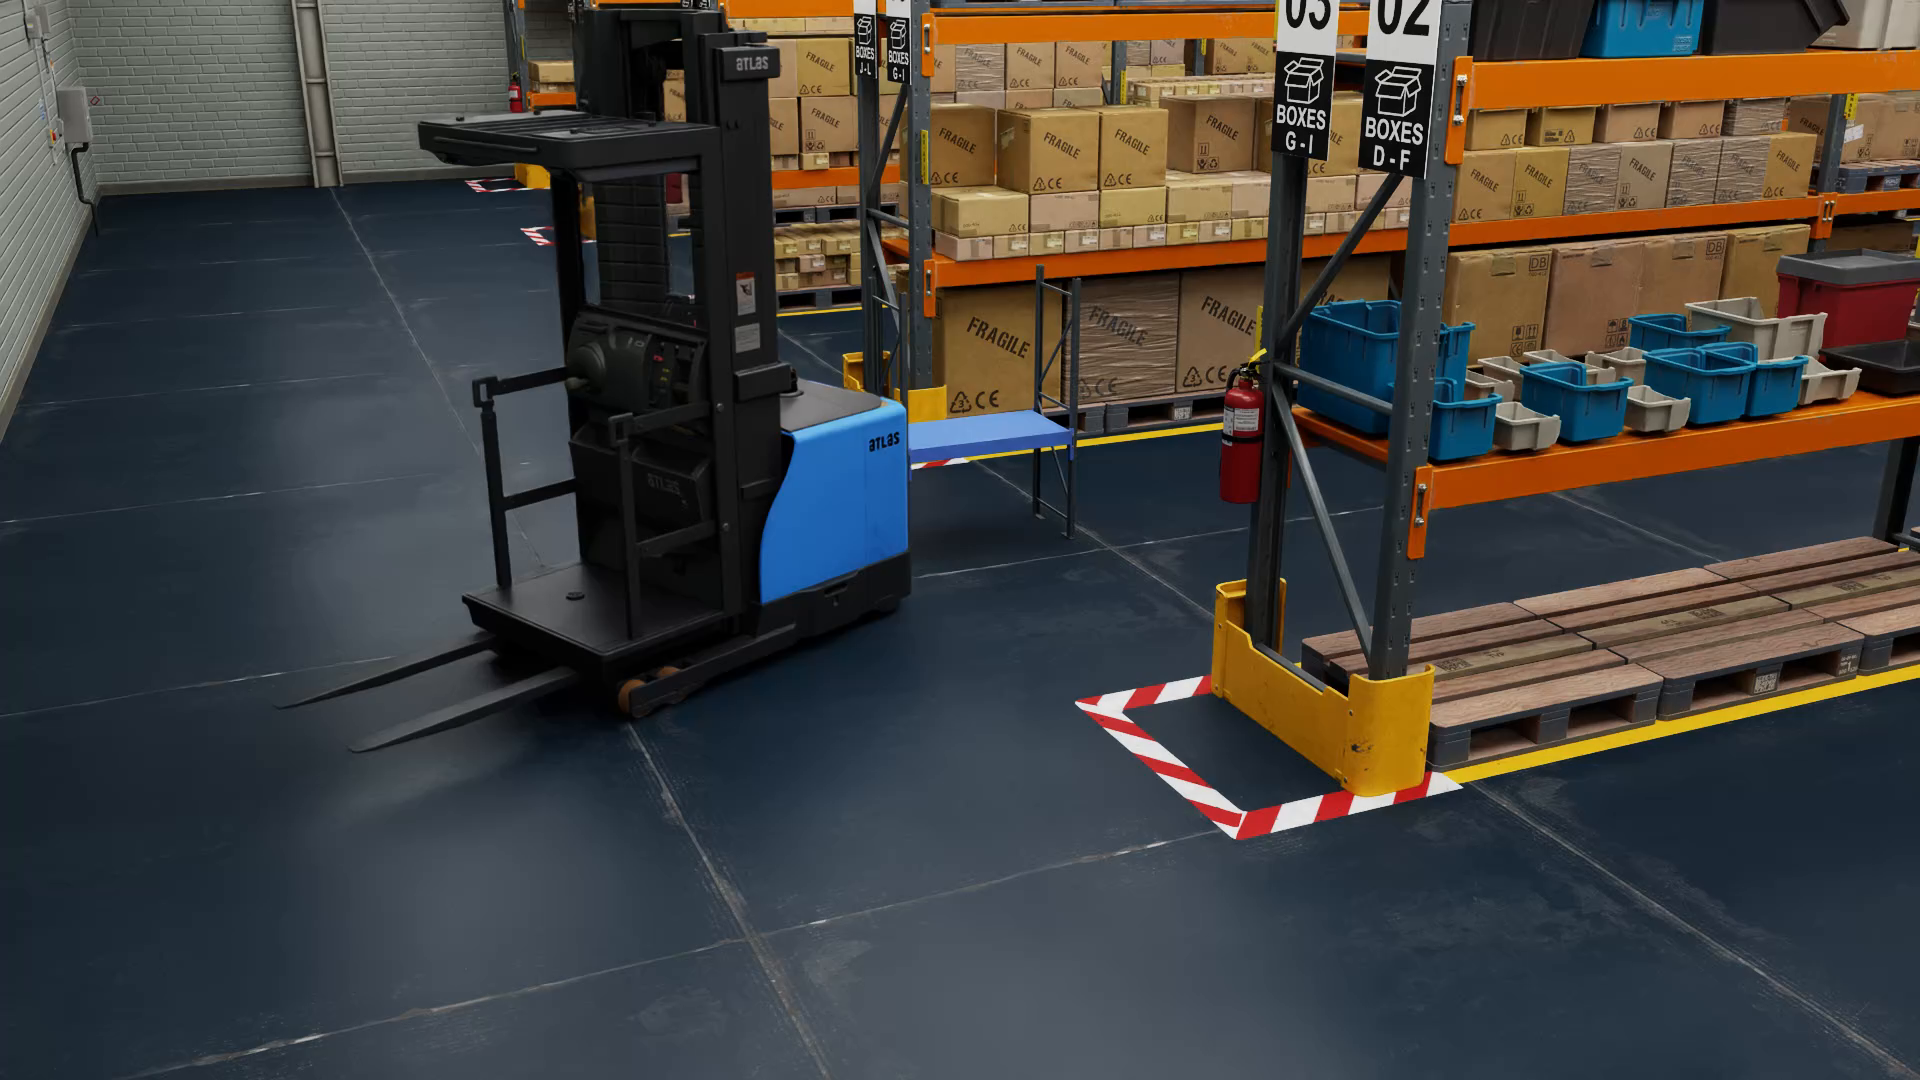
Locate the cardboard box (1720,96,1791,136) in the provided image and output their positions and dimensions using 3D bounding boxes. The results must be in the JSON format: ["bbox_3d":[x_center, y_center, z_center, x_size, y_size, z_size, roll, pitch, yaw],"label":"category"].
[{"bbox_3d":[6.234,-3.584,13.523,0.637,0.503,0.797,-7,21,-20],"label":"cardboard box"}]

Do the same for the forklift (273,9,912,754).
[{"bbox_3d":[-1.604,-0.791,7.354,1.130,2.935,3.031,16,25,39],"label":"forklift"}]

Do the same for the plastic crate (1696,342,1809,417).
[{"bbox_3d":[3.370,-0.686,7.116,0.300,0.233,0.416,-8,21,-22],"label":"plastic crate"}]

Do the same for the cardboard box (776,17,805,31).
[{"bbox_3d":[-2.042,-6.189,19.950,0.250,0.149,0.380,-9,21,-23],"label":"cardboard box"}]

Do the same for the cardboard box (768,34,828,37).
[{"bbox_3d":[-1.519,-4.490,15.654,0.500,0.500,0.500,-9,21,-24],"label":"cardboard box"}]

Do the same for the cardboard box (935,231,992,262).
[{"bbox_3d":[0.023,-1.930,10.865,0.250,0.149,0.380,-8,21,-21],"label":"cardboard box"}]

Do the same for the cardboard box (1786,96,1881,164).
[{"bbox_3d":[7.392,-3.483,14.115,0.500,0.500,0.500,-11,22,-29],"label":"cardboard box"}]

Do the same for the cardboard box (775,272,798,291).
[{"bbox_3d":[-1.698,-2.453,15.632,0.250,0.149,0.380,-8,21,-21],"label":"cardboard box"}]

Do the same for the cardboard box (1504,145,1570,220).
[{"bbox_3d":[4.222,-2.726,12.598,0.500,0.500,0.500,-8,21,-22],"label":"cardboard box"}]

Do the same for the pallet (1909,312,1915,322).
[{"bbox_3d":[7.630,-1.942,14.719,1.213,0.211,1.003,-8,21,-22],"label":"pallet"}]

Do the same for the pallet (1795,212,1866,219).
[{"bbox_3d":[10.564,-4.129,20.932,1.213,0.211,1.003,-8,21,-22],"label":"pallet"}]

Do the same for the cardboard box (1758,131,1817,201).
[{"bbox_3d":[6.557,-3.061,13.550,0.500,0.500,0.500,-7,21,-20],"label":"cardboard box"}]

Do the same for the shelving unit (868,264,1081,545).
[{"bbox_3d":[0.078,-0.719,9.305,1.048,1.500,0.538,-8,21,-22],"label":"shelving unit"}]

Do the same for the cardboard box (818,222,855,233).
[{"bbox_3d":[-1.216,-3.012,16.325,0.250,0.149,0.380,-9,21,-24],"label":"cardboard box"}]

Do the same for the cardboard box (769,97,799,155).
[{"bbox_3d":[-1.784,-3.790,15.172,0.500,0.500,0.500,-7,21,-19],"label":"cardboard box"}]

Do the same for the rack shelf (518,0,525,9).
[{"bbox_3d":[-4.492,-7.976,24.225,4.000,0.370,1.077,-8,21,-22],"label":"rack shelf"}]

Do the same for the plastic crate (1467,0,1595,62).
[{"bbox_3d":[1.992,-1.911,6.113,0.590,0.269,0.497,-8,21,-22],"label":"plastic crate"}]

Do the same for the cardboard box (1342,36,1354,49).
[{"bbox_3d":[5.395,-6.826,23.162,0.500,0.500,0.500,-7,21,-20],"label":"cardboard box"}]

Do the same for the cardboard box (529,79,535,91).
[{"bbox_3d":[-6.131,-6.645,24.255,0.250,0.149,0.380,-8,21,-23],"label":"cardboard box"}]

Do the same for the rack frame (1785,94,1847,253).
[{"bbox_3d":[6.912,-3.155,13.965,0.127,3.000,1.000,-8,21,-22],"label":"rack frame"}]

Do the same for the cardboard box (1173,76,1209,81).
[{"bbox_3d":[2.384,-4.731,17.291,0.250,0.149,0.380,-8,21,-22],"label":"cardboard box"}]

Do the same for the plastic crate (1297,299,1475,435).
[{"bbox_3d":[1.761,-0.738,6.958,0.499,0.435,0.616,-8,21,-22],"label":"plastic crate"}]

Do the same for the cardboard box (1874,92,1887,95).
[{"bbox_3d":[11.003,-5.627,20.760,0.550,0.550,0.875,-8,21,-22],"label":"cardboard box"}]

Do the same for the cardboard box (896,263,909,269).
[{"bbox_3d":[-0.527,-2.616,16.096,0.250,0.149,0.380,-9,21,-25],"label":"cardboard box"}]

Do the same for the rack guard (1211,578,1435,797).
[{"bbox_3d":[1.511,0.594,7.082,0.348,0.500,1.175,-8,21,-22],"label":"rack guard"}]

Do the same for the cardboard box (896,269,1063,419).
[{"bbox_3d":[0.122,-1.407,11.568,0.875,0.875,0.875,-8,21,-22],"label":"cardboard box"}]

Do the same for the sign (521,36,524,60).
[{"bbox_3d":[-6.114,-6.880,23.243,0.005,0.325,0.100,-8,21,-22],"label":"sign"}]

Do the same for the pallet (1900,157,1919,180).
[{"bbox_3d":[8.713,-3.337,14.772,1.213,0.211,1.003,-8,21,-22],"label":"pallet"}]

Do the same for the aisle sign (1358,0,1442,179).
[{"bbox_3d":[1.580,-1.718,5.971,0.004,0.787,0.394,-8,21,-22],"label":"aisle sign"}]

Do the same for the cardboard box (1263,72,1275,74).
[{"bbox_3d":[4.162,-6.321,22.704,0.250,0.149,0.380,-8,21,-22],"label":"cardboard box"}]

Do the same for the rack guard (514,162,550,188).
[{"bbox_3d":[-6.259,-5.469,24.300,0.348,0.500,1.175,-8,21,-22],"label":"rack guard"}]

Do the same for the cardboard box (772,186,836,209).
[{"bbox_3d":[-2.127,-4.472,20.933,0.875,0.438,0.875,-9,21,-24],"label":"cardboard box"}]

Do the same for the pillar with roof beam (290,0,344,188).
[{"bbox_3d":[-7.456,-8.075,18.905,0.400,9.000,9.100,-8,21,-22],"label":"pillar with roof beam"}]

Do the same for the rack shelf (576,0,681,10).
[{"bbox_3d":[-2.523,-6.463,19.928,4.000,0.370,1.077,-8,21,-22],"label":"rack shelf"}]

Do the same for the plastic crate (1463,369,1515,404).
[{"bbox_3d":[2.205,-0.658,7.182,0.243,0.136,0.396,-8,21,-22],"label":"plastic crate"}]

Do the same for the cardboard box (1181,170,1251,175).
[{"bbox_3d":[1.772,-2.582,12.118,0.500,0.250,0.500,-8,21,-21],"label":"cardboard box"}]

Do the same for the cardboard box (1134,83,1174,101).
[{"bbox_3d":[1.911,-4.426,16.426,0.250,0.149,0.380,-7,21,-19],"label":"cardboard box"}]

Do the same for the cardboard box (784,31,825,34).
[{"bbox_3d":[-1.943,-5.889,20.075,0.500,0.500,0.500,-8,21,-21],"label":"cardboard box"}]

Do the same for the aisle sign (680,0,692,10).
[{"bbox_3d":[-2.492,-4.936,15.111,0.004,0.787,0.394,-8,21,-22],"label":"aisle sign"}]

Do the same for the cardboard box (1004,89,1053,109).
[{"bbox_3d":[0.558,-4.124,16.120,0.500,0.500,0.500,-9,21,-23],"label":"cardboard box"}]

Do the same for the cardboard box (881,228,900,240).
[{"bbox_3d":[-0.749,-2.886,15.966,0.250,0.149,0.380,-7,21,-20],"label":"cardboard box"}]

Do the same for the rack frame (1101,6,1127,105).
[{"bbox_3d":[1.367,-4.154,16.804,0.127,3.000,1.000,-8,21,-22],"label":"rack frame"}]

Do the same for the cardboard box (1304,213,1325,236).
[{"bbox_3d":[2.381,-2.269,11.827,0.250,0.149,0.380,-8,21,-21],"label":"cardboard box"}]

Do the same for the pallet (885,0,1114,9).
[{"bbox_3d":[0.243,-3.576,10.779,1.213,0.211,1.003,-8,21,-22],"label":"pallet"}]

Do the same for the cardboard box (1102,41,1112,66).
[{"bbox_3d":[1.689,-6.414,21.567,0.500,0.500,0.500,-8,21,-22],"label":"cardboard box"}]

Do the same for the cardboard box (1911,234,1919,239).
[{"bbox_3d":[9.053,-2.504,15.220,0.500,0.500,0.700,-10,22,-27],"label":"cardboard box"}]

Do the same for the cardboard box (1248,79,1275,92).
[{"bbox_3d":[3.098,-4.597,16.910,0.250,0.149,0.380,-7,21,-20],"label":"cardboard box"}]

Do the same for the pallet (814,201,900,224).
[{"bbox_3d":[-1.416,-4.259,21.301,1.213,0.211,1.003,-8,21,-22],"label":"pallet"}]

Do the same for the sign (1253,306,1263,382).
[{"bbox_3d":[1.295,-0.835,7.130,0.005,0.325,0.100,-8,21,-22],"label":"sign"}]

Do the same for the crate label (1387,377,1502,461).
[{"bbox_3d":[1.885,-0.473,6.512,0.303,0.233,0.416,-8,21,-22],"label":"crate label"}]

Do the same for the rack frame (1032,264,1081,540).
[{"bbox_3d":[0.545,-0.786,9.495,0.032,1.500,0.500,-8,21,-22],"label":"rack frame"}]

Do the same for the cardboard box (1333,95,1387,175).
[{"bbox_3d":[2.923,-2.910,11.918,0.500,0.500,0.500,-8,21,-20],"label":"cardboard box"}]

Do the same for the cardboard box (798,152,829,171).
[{"bbox_3d":[-1.393,-3.517,15.374,0.250,0.149,0.380,-9,21,-23],"label":"cardboard box"}]

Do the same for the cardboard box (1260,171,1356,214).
[{"bbox_3d":[2.463,-2.491,11.859,0.500,0.250,0.500,-7,21,-20],"label":"cardboard box"}]

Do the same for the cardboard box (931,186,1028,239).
[{"bbox_3d":[0.114,-2.153,10.897,0.500,0.250,0.500,-9,21,-23],"label":"cardboard box"}]

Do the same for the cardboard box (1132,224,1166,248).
[{"bbox_3d":[1.202,-2.100,11.347,0.250,0.149,0.380,-8,21,-23],"label":"cardboard box"}]

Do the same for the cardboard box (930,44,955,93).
[{"bbox_3d":[-0.375,-4.463,15.578,0.500,0.500,0.500,-9,21,-24],"label":"cardboard box"}]
